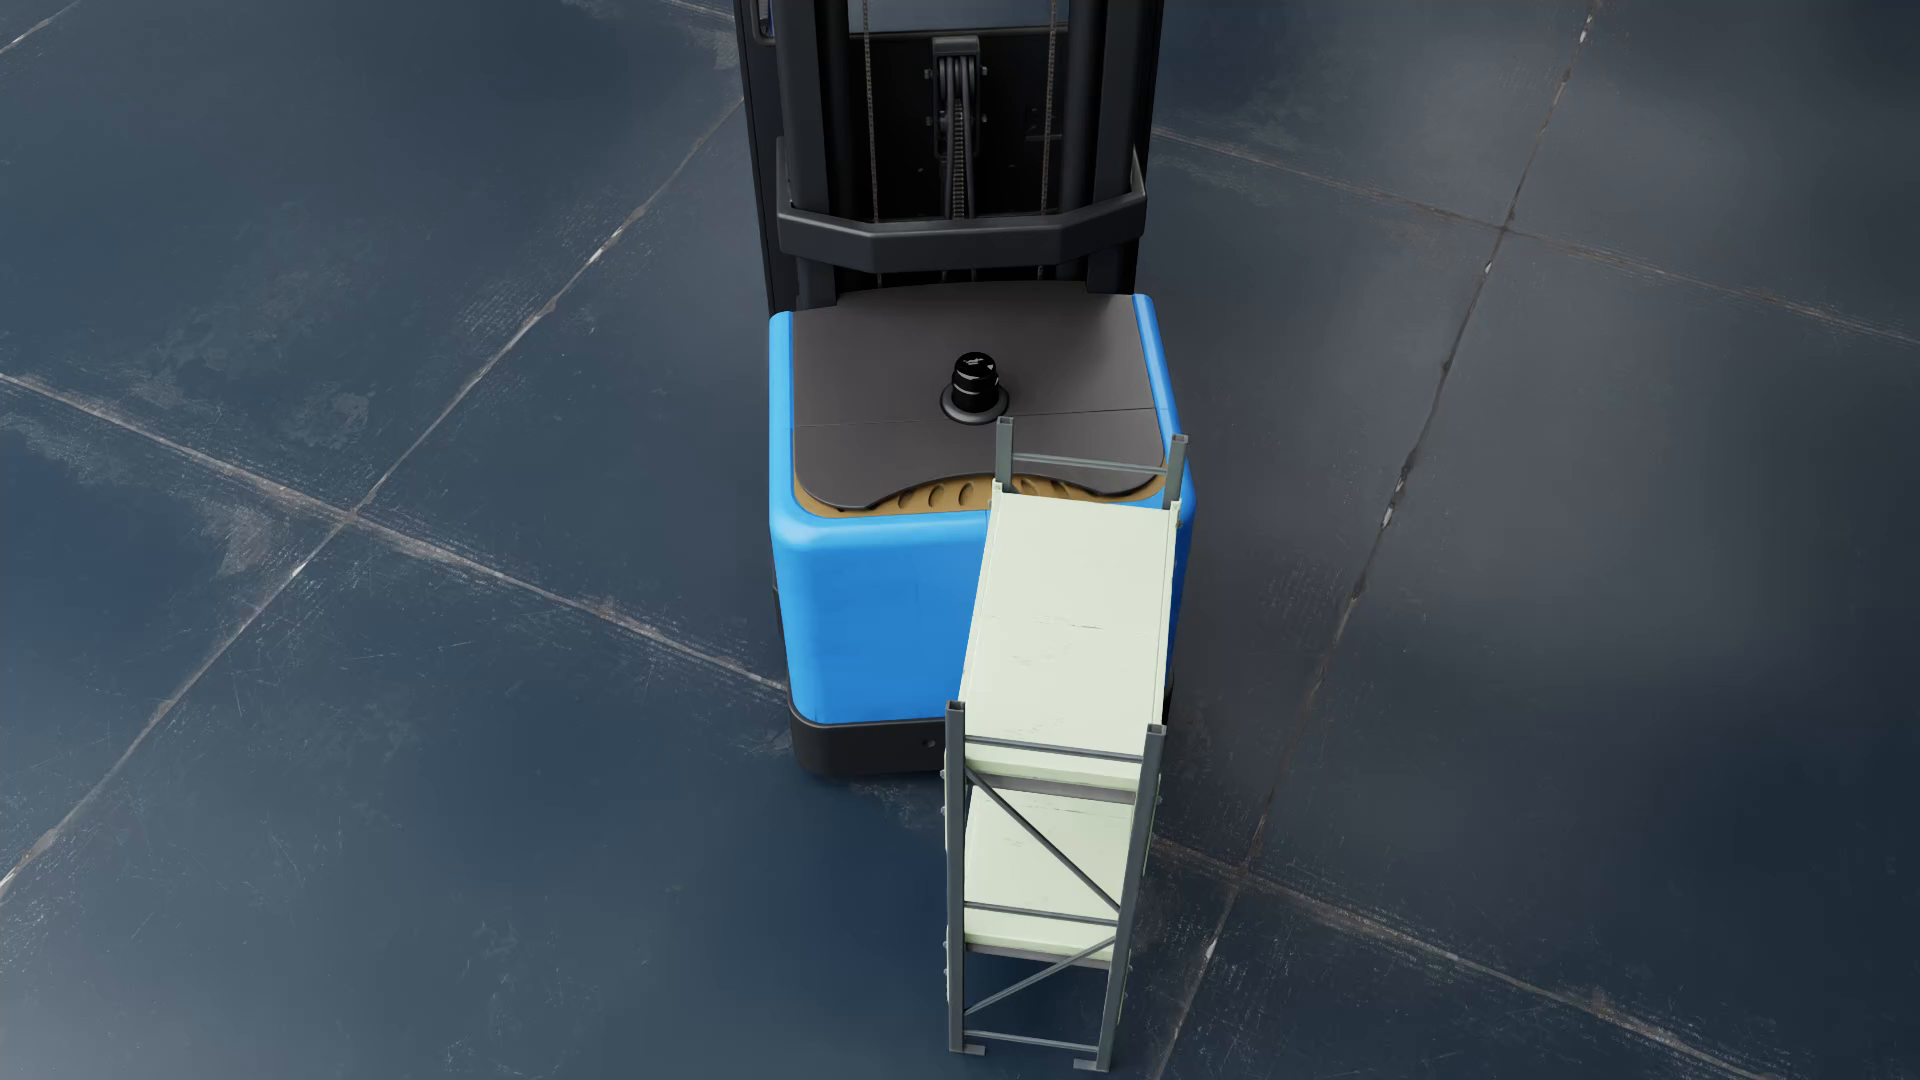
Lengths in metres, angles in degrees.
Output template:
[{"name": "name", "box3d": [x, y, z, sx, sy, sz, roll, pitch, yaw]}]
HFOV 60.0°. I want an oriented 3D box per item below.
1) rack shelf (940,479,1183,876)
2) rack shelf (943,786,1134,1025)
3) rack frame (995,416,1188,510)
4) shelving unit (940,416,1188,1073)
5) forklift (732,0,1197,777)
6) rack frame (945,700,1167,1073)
[{"name": "rack shelf", "box3d": [0.225, 0.278, 3.516, 0.431, 0.370, 0.720, 6, 50, 5]}, {"name": "rack shelf", "box3d": [0.225, 0.742, 4.062, 0.431, 0.370, 0.720, 6, 50, 5]}, {"name": "rack frame", "box3d": [0.276, 0.255, 4.048, 0.400, 1.500, 0.023, 6, 50, 5]}, {"name": "shelving unit", "box3d": [0.225, 0.531, 3.814, 0.431, 1.500, 0.755, 6, 50, 5]}, {"name": "forklift", "box3d": [-0.046, -1.423, 4.536, 1.130, 2.935, 3.031, -3, 50, -3]}, {"name": "rack frame", "box3d": [0.173, 0.807, 3.579, 0.400, 1.500, 0.023, 6, 50, 5]}]
